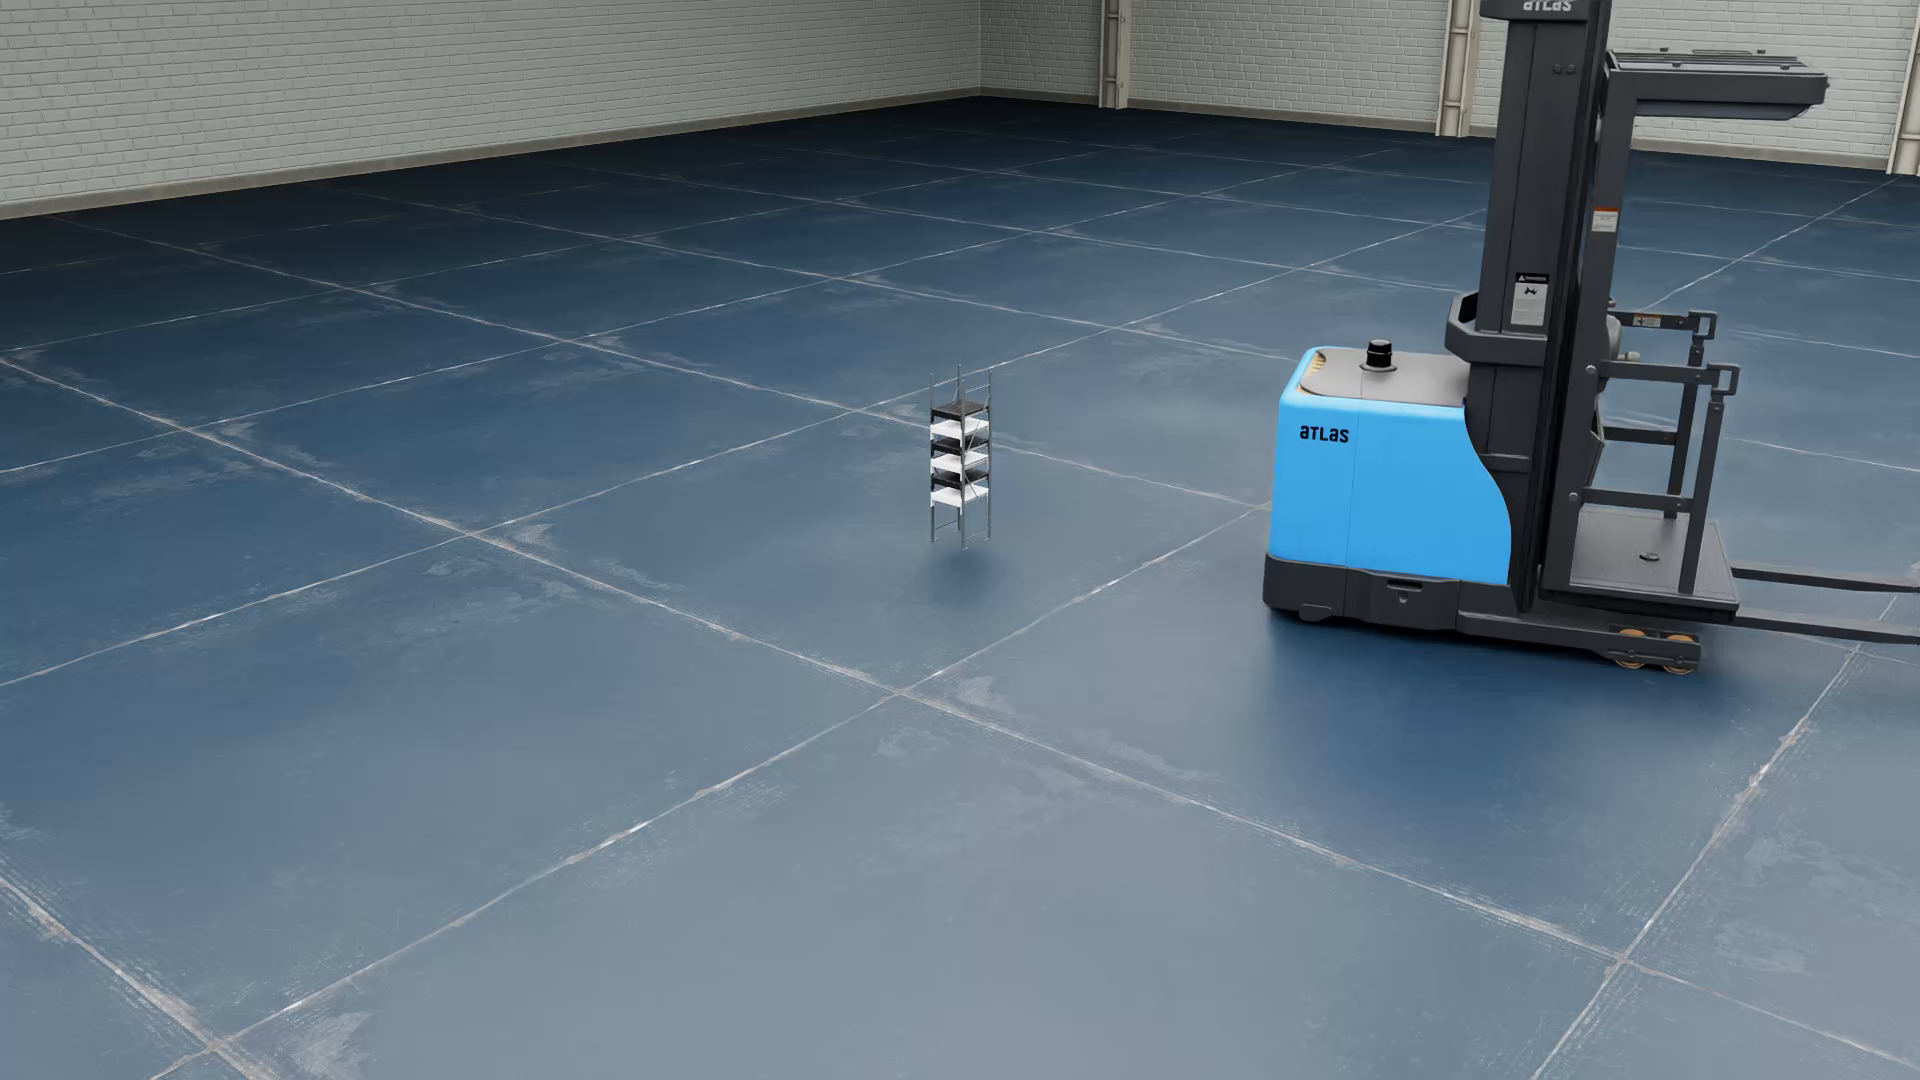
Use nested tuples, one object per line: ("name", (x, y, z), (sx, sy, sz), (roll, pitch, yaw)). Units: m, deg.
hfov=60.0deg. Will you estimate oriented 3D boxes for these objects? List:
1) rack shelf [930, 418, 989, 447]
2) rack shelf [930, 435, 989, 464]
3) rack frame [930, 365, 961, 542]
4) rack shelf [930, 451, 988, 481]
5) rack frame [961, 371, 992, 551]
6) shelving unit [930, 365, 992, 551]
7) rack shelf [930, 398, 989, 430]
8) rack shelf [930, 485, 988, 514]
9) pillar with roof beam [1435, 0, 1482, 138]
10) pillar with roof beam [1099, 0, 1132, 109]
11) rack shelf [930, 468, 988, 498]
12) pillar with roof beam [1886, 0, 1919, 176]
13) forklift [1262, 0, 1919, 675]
("rack shelf", (0.006, -0.556, 8.453), (0.200, 0.077, 0.258), (16, 26, 36))
("rack shelf", (0.006, -0.472, 8.485), (0.200, 0.077, 0.258), (16, 26, 36))
("rack frame", (-0.072, -0.442, 8.565), (0.006, 0.900, 0.240), (16, 26, 36))
("rack shelf", (0.006, -0.388, 8.516), (0.200, 0.077, 0.258), (16, 26, 36))
("rack frame", (0.085, -0.397, 8.444), (0.006, 0.900, 0.240), (16, 26, 36))
("shelving unit", (0.006, -0.419, 8.505), (0.210, 0.900, 0.258), (16, 26, 36))
("rack shelf", (0.006, -0.641, 8.421), (0.200, 0.077, 0.258), (16, 26, 36))
("rack shelf", (0.006, -0.220, 8.580), (0.200, 0.077, 0.258), (16, 26, 36))
("pillar with roof beam", (4.505, -8.975, 19.715), (0.400, 9.000, 9.100), (16, 26, 36))
("pillar with roof beam", (-0.143, -10.314, 23.265), (0.400, 9.000, 9.100), (16, 26, 36))
("rack shelf", (0.006, -0.304, 8.548), (0.200, 0.077, 0.258), (16, 26, 36))
("pillar with roof beam", (9.153, -7.637, 16.166), (0.400, 9.000, 9.100), (16, 26, 36))
("forklift", (2.980, -1.005, 7.179), (3.031, 2.935, 1.130), (7, 22, 17))
